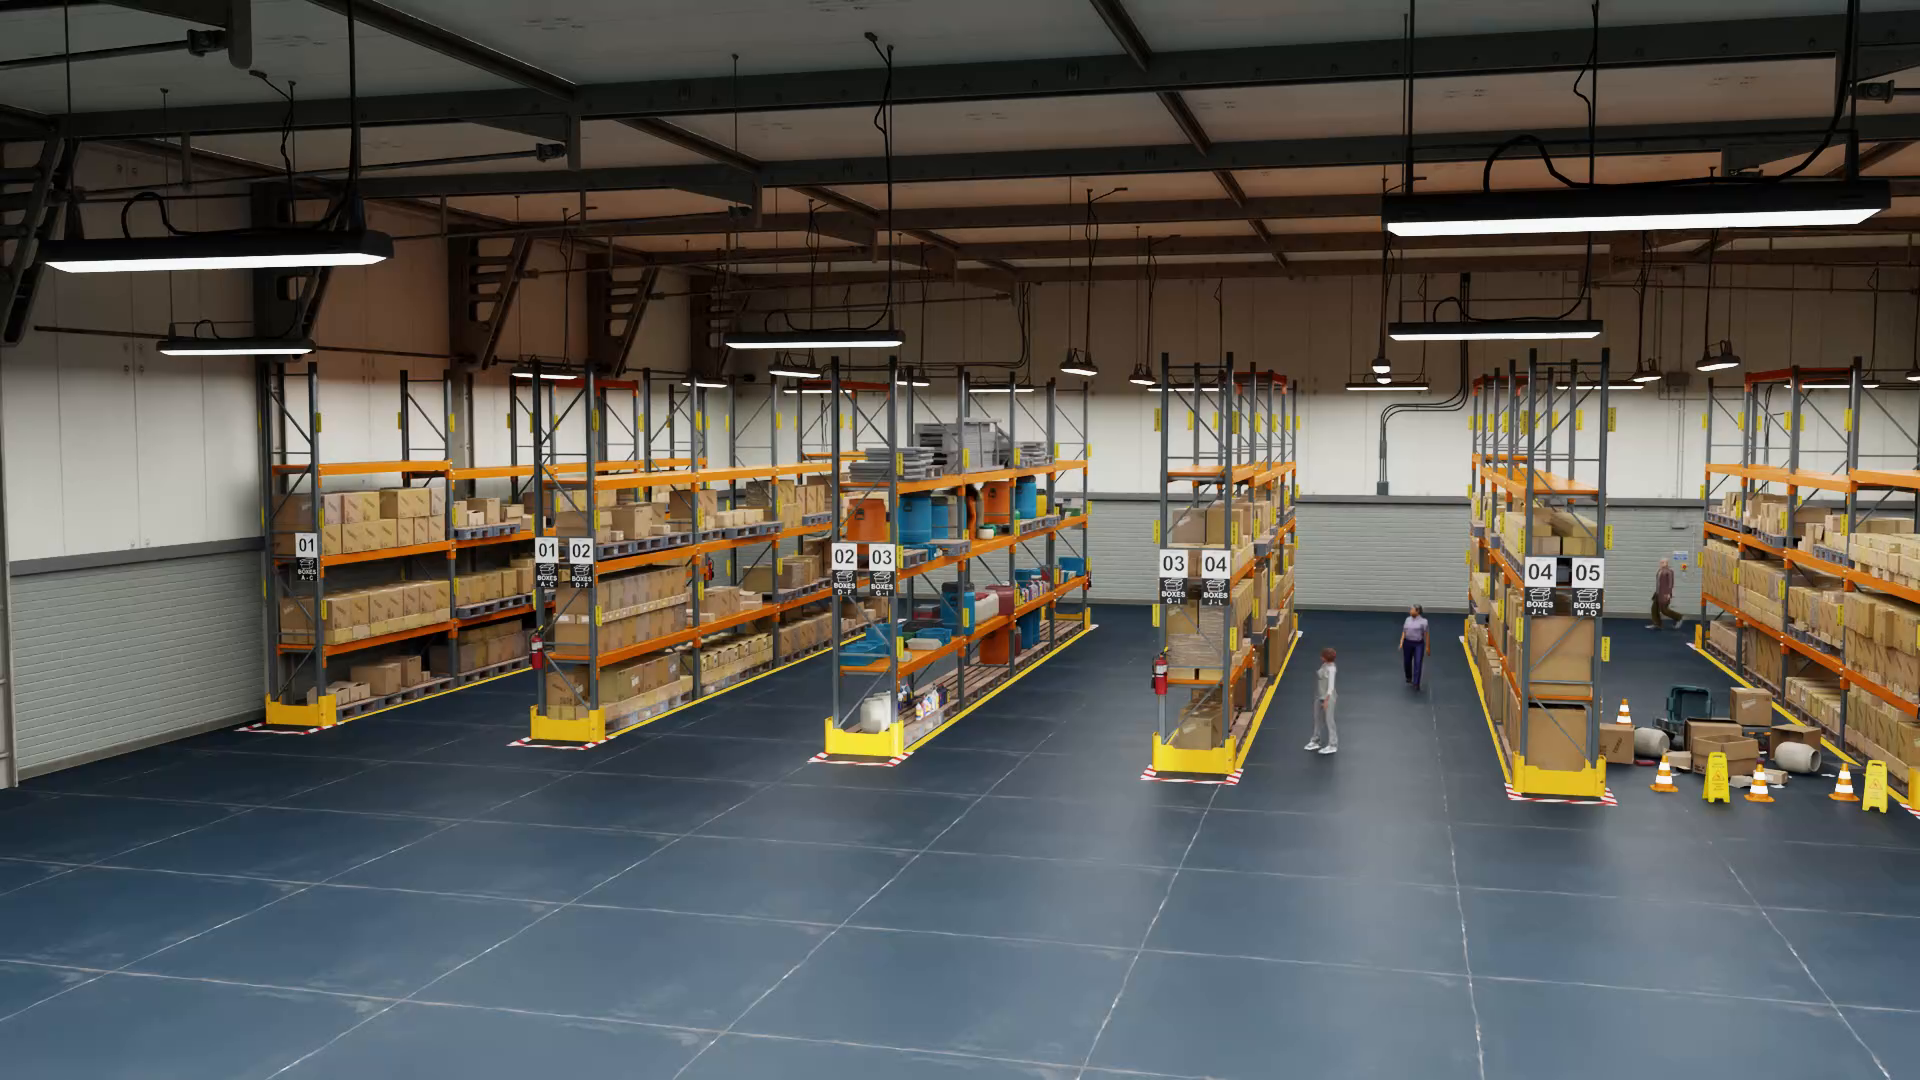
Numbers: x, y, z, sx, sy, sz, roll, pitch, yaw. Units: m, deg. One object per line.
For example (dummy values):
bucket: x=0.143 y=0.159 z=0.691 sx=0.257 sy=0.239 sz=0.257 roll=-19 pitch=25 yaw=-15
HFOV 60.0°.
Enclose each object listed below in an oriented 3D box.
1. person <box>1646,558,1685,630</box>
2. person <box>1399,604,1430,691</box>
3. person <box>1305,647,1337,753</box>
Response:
person: x=17.011 y=1.300 z=40.090 sx=0.828 sy=1.747 sz=0.632 roll=0 pitch=4 yaw=-1
person: x=8.567 y=2.006 z=31.316 sx=0.579 sy=1.592 sz=0.929 roll=1 pitch=4 yaw=20
person: x=5.505 y=2.420 z=25.277 sx=0.416 sy=1.593 sz=0.480 roll=-1 pitch=4 yaw=-19
